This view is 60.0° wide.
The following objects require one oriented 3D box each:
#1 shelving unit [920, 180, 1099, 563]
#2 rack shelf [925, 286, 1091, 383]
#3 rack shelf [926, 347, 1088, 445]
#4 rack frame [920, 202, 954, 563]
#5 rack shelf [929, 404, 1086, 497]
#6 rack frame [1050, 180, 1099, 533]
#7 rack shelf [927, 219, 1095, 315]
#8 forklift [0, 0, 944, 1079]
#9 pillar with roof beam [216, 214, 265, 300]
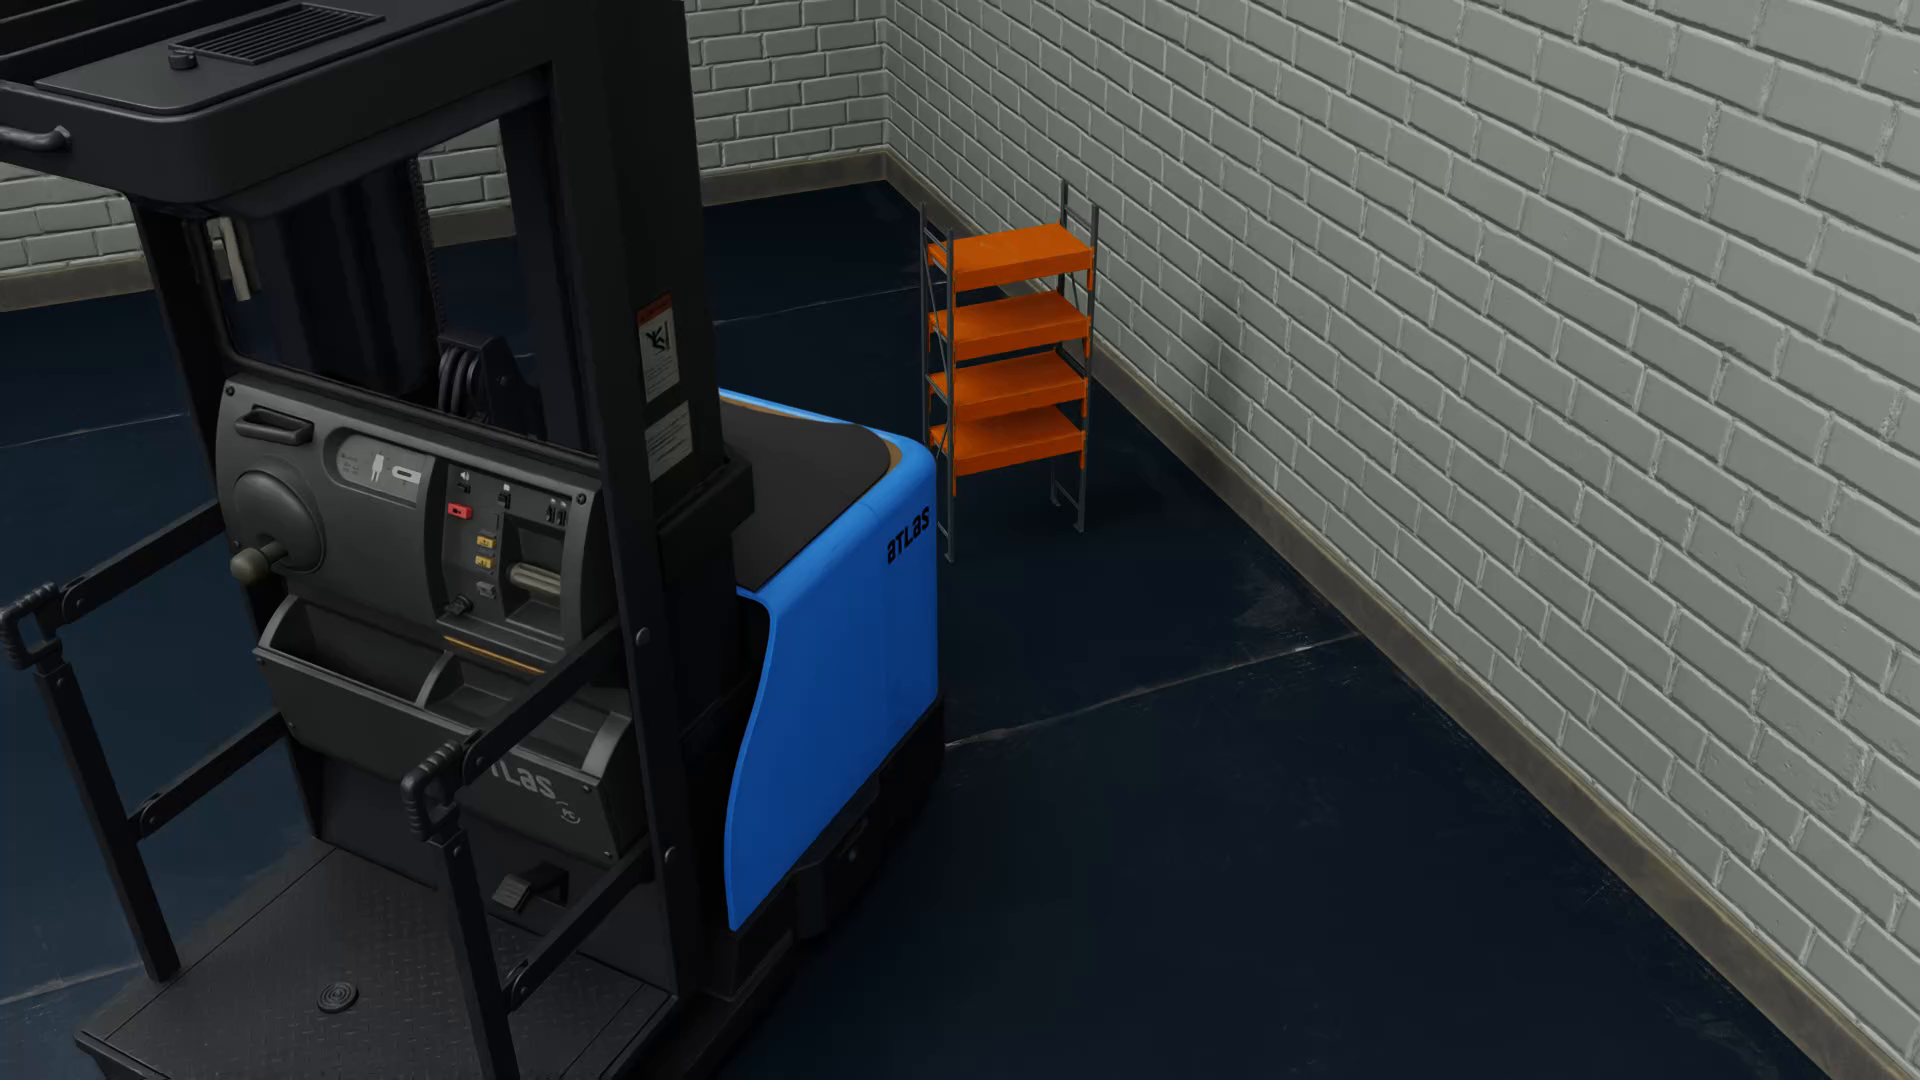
[{"bbox_3d":[0.153,-0.538,5.476,0.503,1.200,0.258,-13,35,-19],"label":"shelving unit"},{"bbox_3d":[0.153,-0.669,5.391,0.480,0.148,0.258,-13,35,-19],"label":"rack shelf"},{"bbox_3d":[0.153,-0.481,5.513,0.480,0.148,0.258,-13,35,-19],"label":"rack shelf"},{"bbox_3d":[-0.072,-0.486,5.397,0.015,1.200,0.240,-13,35,-19],"label":"rack frame"},{"bbox_3d":[0.153,-0.315,5.621,0.480,0.148,0.258,-13,35,-19],"label":"rack shelf"},{"bbox_3d":[0.378,-0.589,5.556,0.015,1.200,0.240,-13,35,-19],"label":"rack frame"},{"bbox_3d":[0.153,-0.867,5.262,0.480,0.148,0.258,-13,35,-19],"label":"rack shelf"},{"bbox_3d":[-1.177,0.017,3.036,1.130,2.935,3.031,16,36,23],"label":"forklift"},{"bbox_3d":[-1.413,-2.789,1.786,0.400,9.000,9.100,-13,35,-19],"label":"pillar with roof beam"}]
